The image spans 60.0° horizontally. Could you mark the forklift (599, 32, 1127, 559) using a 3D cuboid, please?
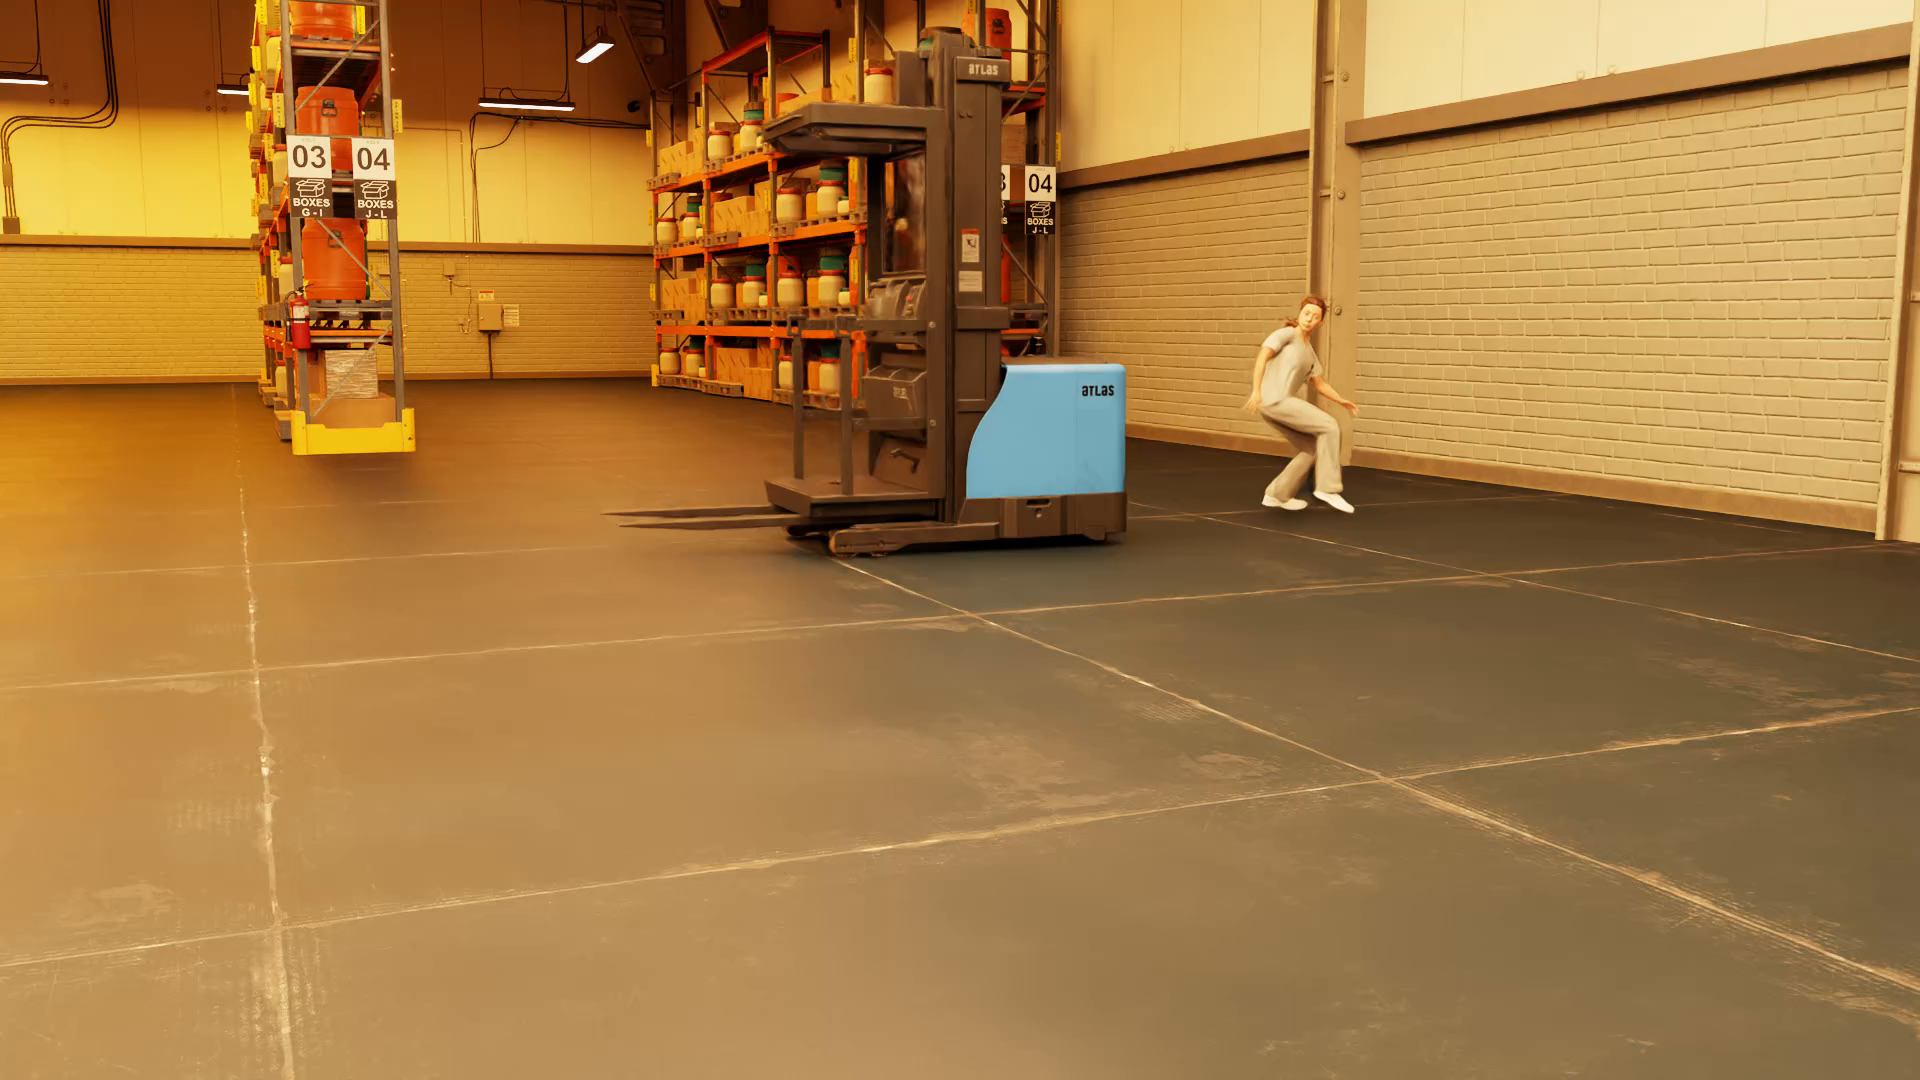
[{"bbox_3d":[-0.567,-1.423,9.735,3.031,2.935,1.130,-3,8,-21],"label":"forklift"}]

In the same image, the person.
[{"bbox_3d":[2.342,-0.915,11.285,0.704,1.469,0.665,3,8,22],"label":"person"}]
